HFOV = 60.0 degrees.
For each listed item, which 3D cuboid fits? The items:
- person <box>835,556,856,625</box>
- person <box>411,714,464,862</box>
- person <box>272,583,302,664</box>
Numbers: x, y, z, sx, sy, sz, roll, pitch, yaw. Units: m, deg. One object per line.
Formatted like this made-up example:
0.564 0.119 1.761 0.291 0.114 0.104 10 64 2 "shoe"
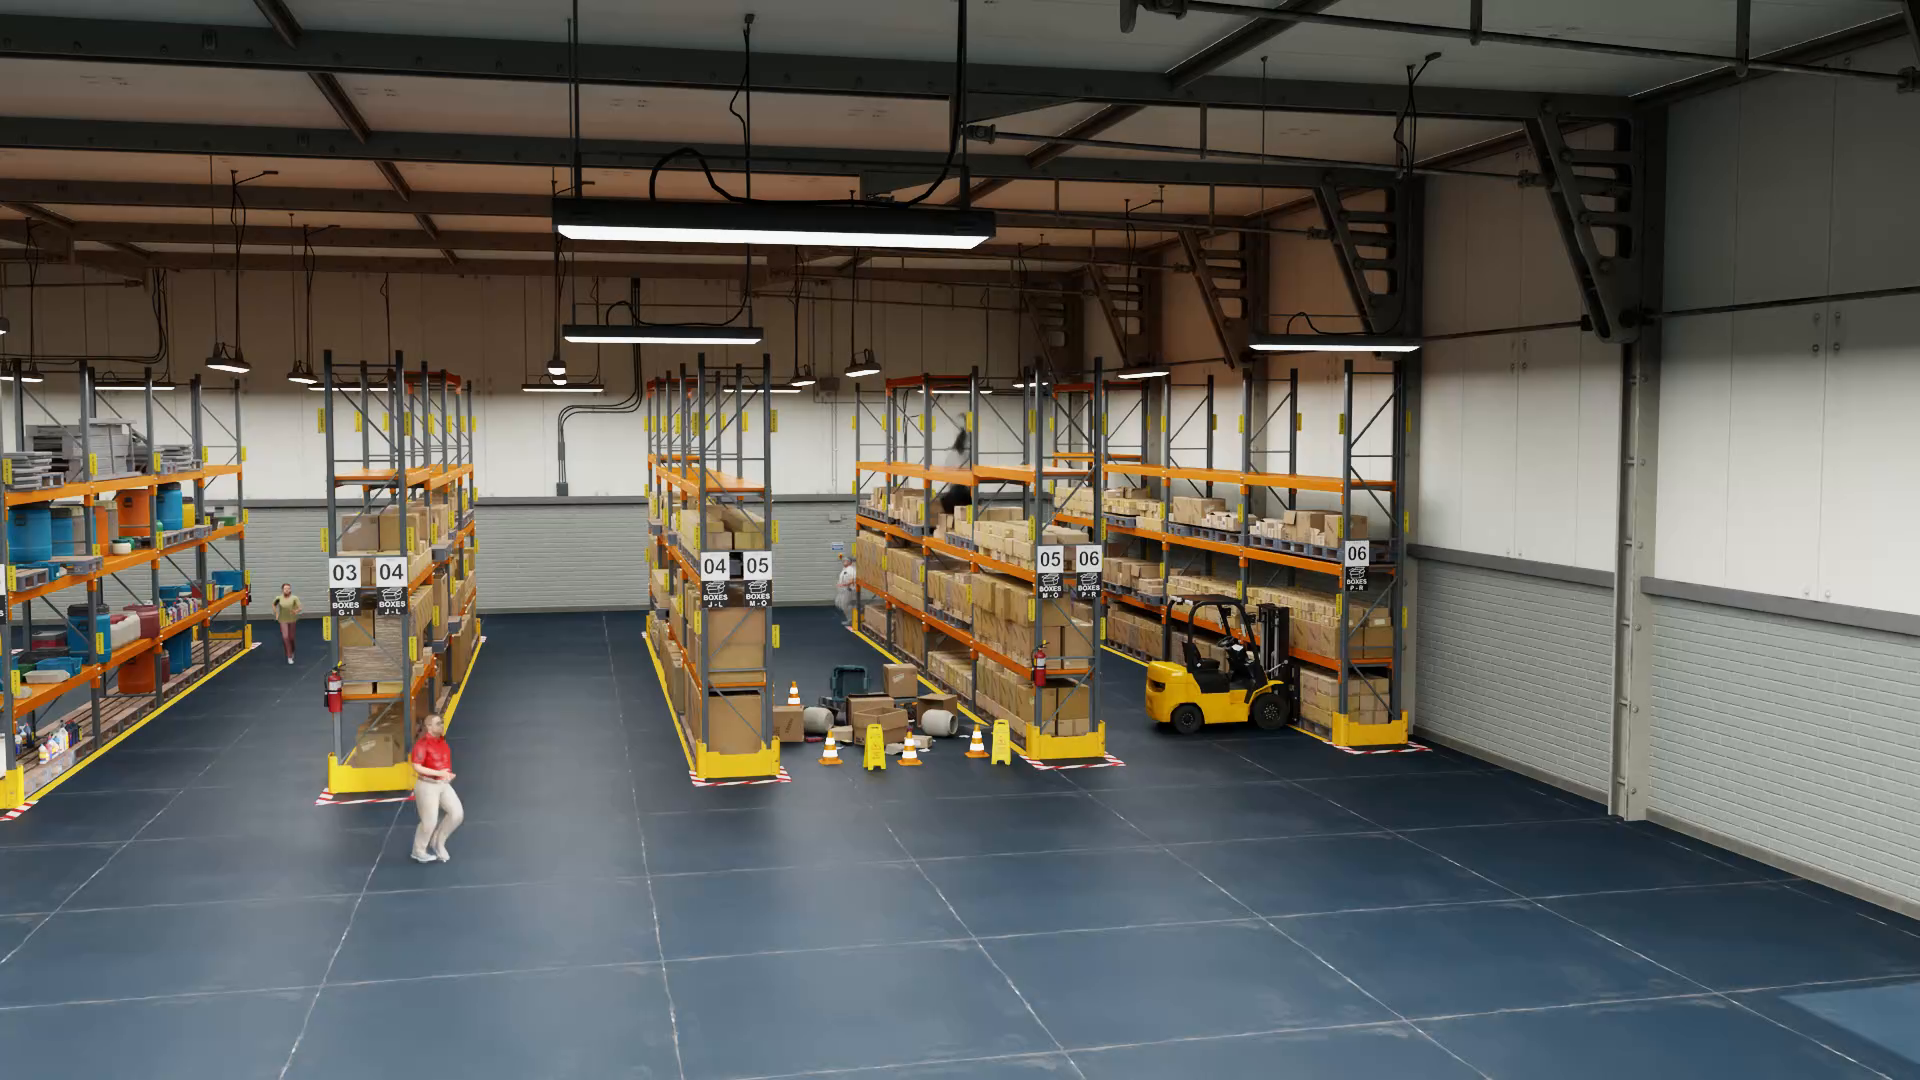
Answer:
-2.843 1.246 41.512 0.595 1.734 0.660 -2 4 -24 "person"
-5.955 2.846 18.917 0.690 1.738 0.656 2 4 22 "person"
-14.123 1.732 34.934 0.585 1.667 0.869 -2 4 -21 "person"
